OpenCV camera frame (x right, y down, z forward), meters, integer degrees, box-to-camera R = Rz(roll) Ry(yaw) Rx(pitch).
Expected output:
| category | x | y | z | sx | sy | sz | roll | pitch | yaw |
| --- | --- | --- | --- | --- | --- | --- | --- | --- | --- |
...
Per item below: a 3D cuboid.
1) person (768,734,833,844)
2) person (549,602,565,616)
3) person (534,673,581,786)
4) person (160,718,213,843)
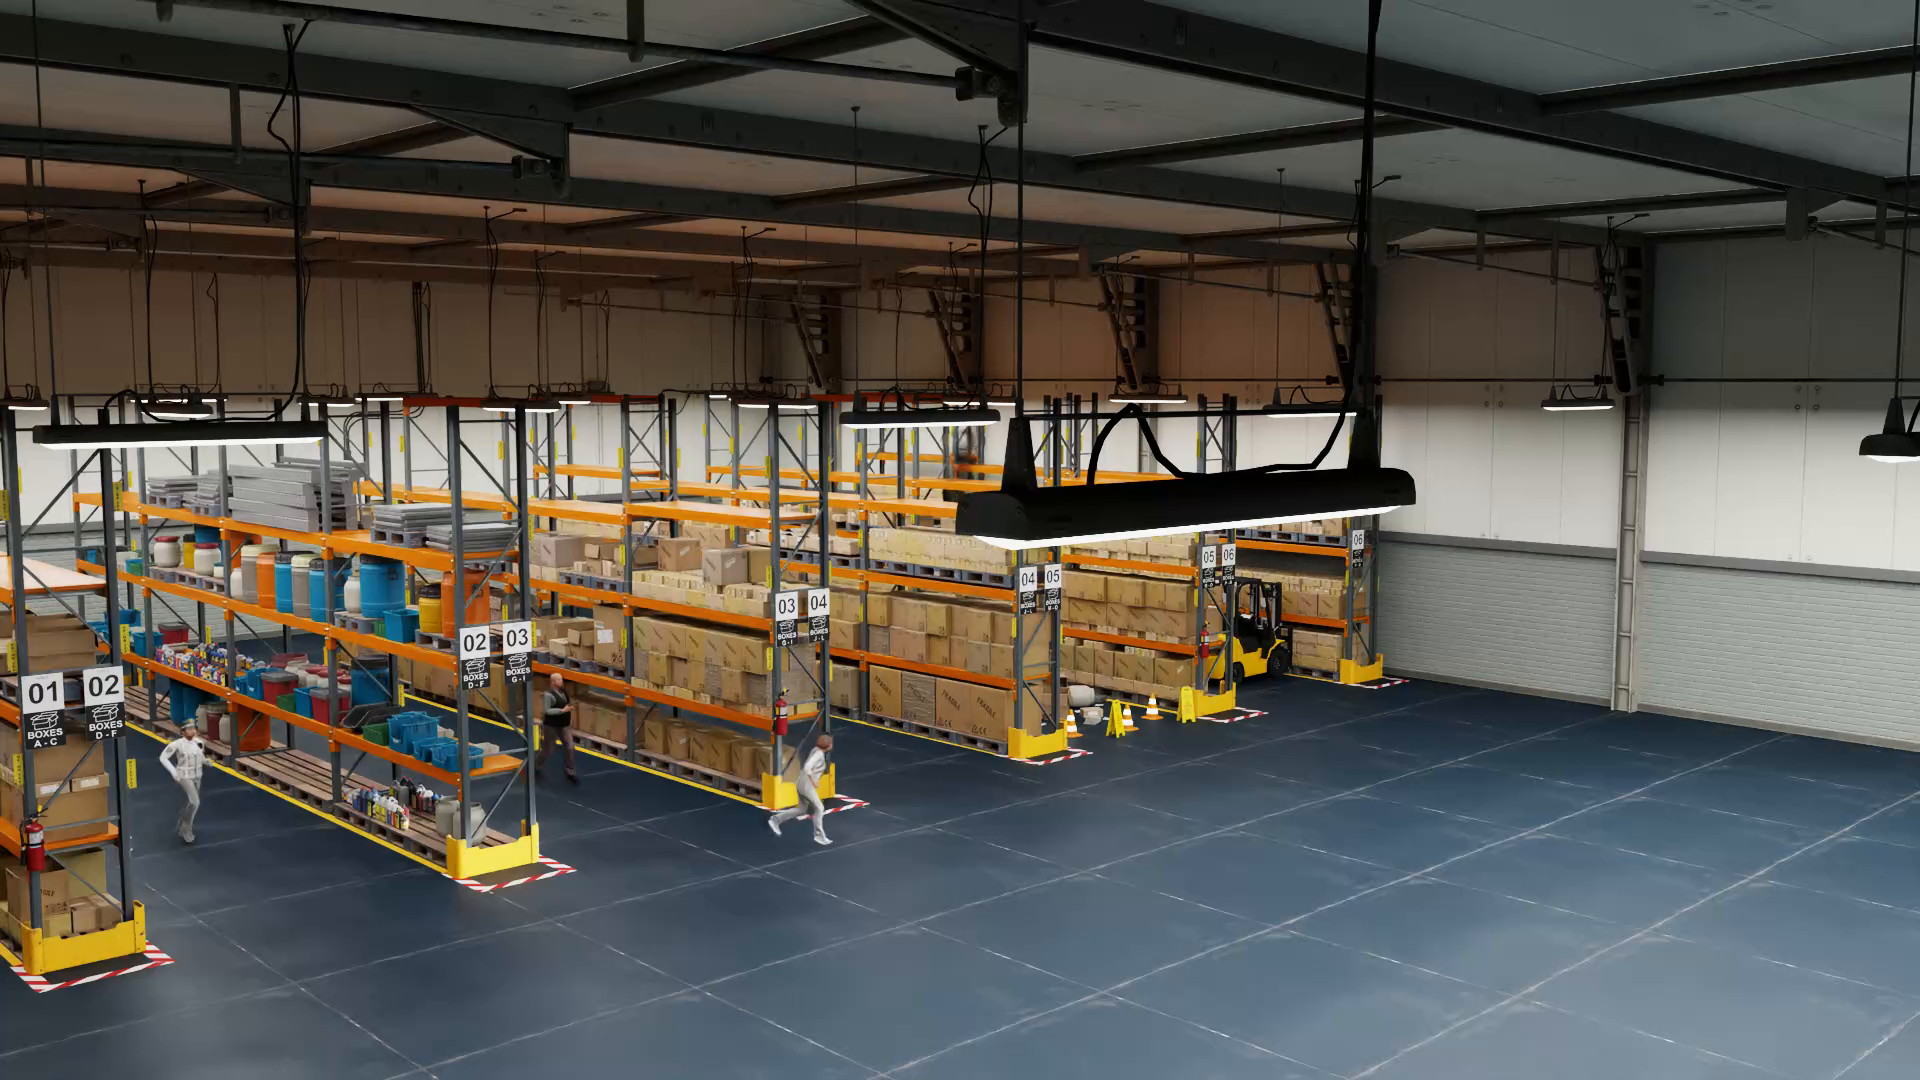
| category | x | y | z | sx | sy | sz | roll | pitch | yaw |
| --- | --- | --- | --- | --- | --- | --- | --- | --- | --- |
| person | -2.163 | 3.412 | 22.564 | 0.893 | 1.549 | 0.557 | -1 | 6 | -5 |
| person | -9.978 | 1.503 | 41.015 | 0.671 | 1.729 | 0.646 | -5 | 8 | -45 |
| person | -6.331 | 2.941 | 26.005 | 0.907 | 1.753 | 0.635 | 3 | 6 | 29 |
| person | -10.565 | 3.295 | 22.820 | 0.686 | 1.716 | 0.588 | 3 | 6 | 25 |
